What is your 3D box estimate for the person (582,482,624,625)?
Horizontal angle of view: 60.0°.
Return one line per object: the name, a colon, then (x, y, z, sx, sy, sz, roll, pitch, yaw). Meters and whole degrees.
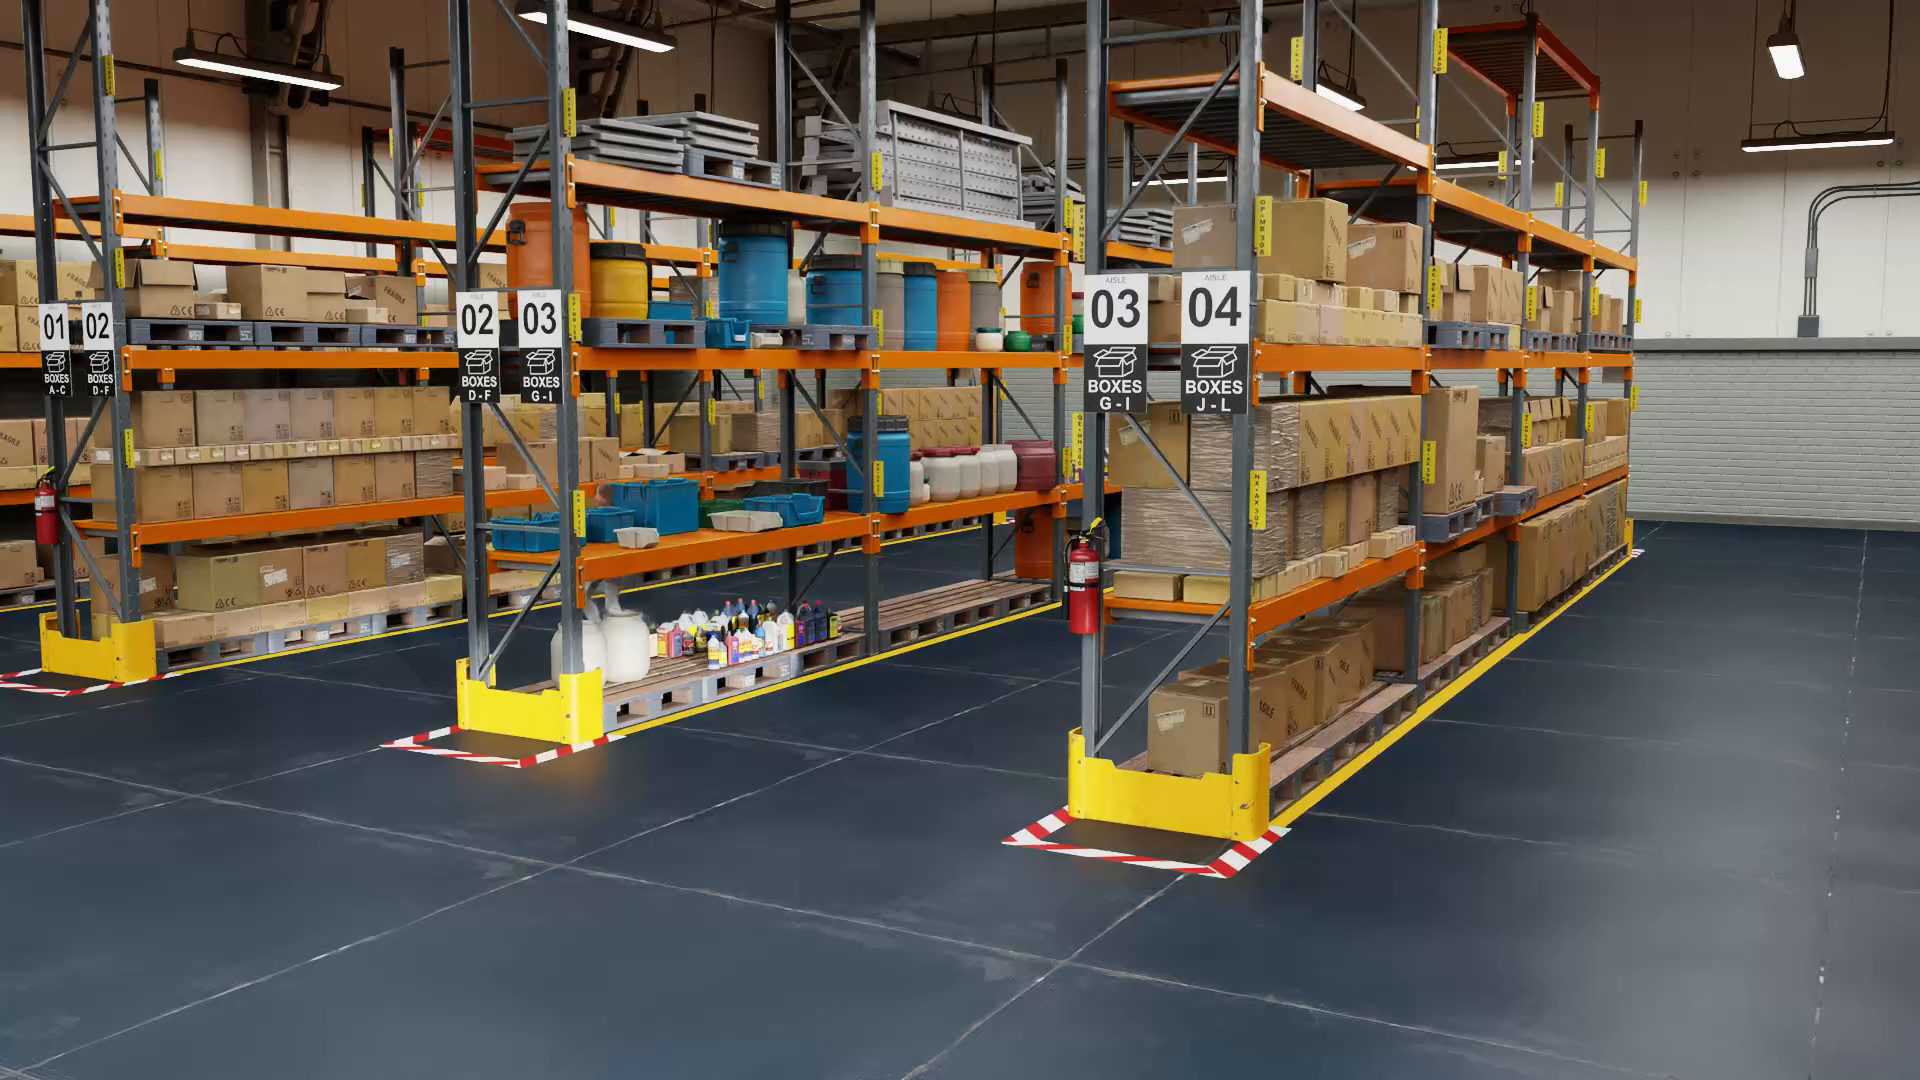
person: (-3.263, 0.272, 15.226, 0.408, 1.609, 0.451, 3, 7, 28)
